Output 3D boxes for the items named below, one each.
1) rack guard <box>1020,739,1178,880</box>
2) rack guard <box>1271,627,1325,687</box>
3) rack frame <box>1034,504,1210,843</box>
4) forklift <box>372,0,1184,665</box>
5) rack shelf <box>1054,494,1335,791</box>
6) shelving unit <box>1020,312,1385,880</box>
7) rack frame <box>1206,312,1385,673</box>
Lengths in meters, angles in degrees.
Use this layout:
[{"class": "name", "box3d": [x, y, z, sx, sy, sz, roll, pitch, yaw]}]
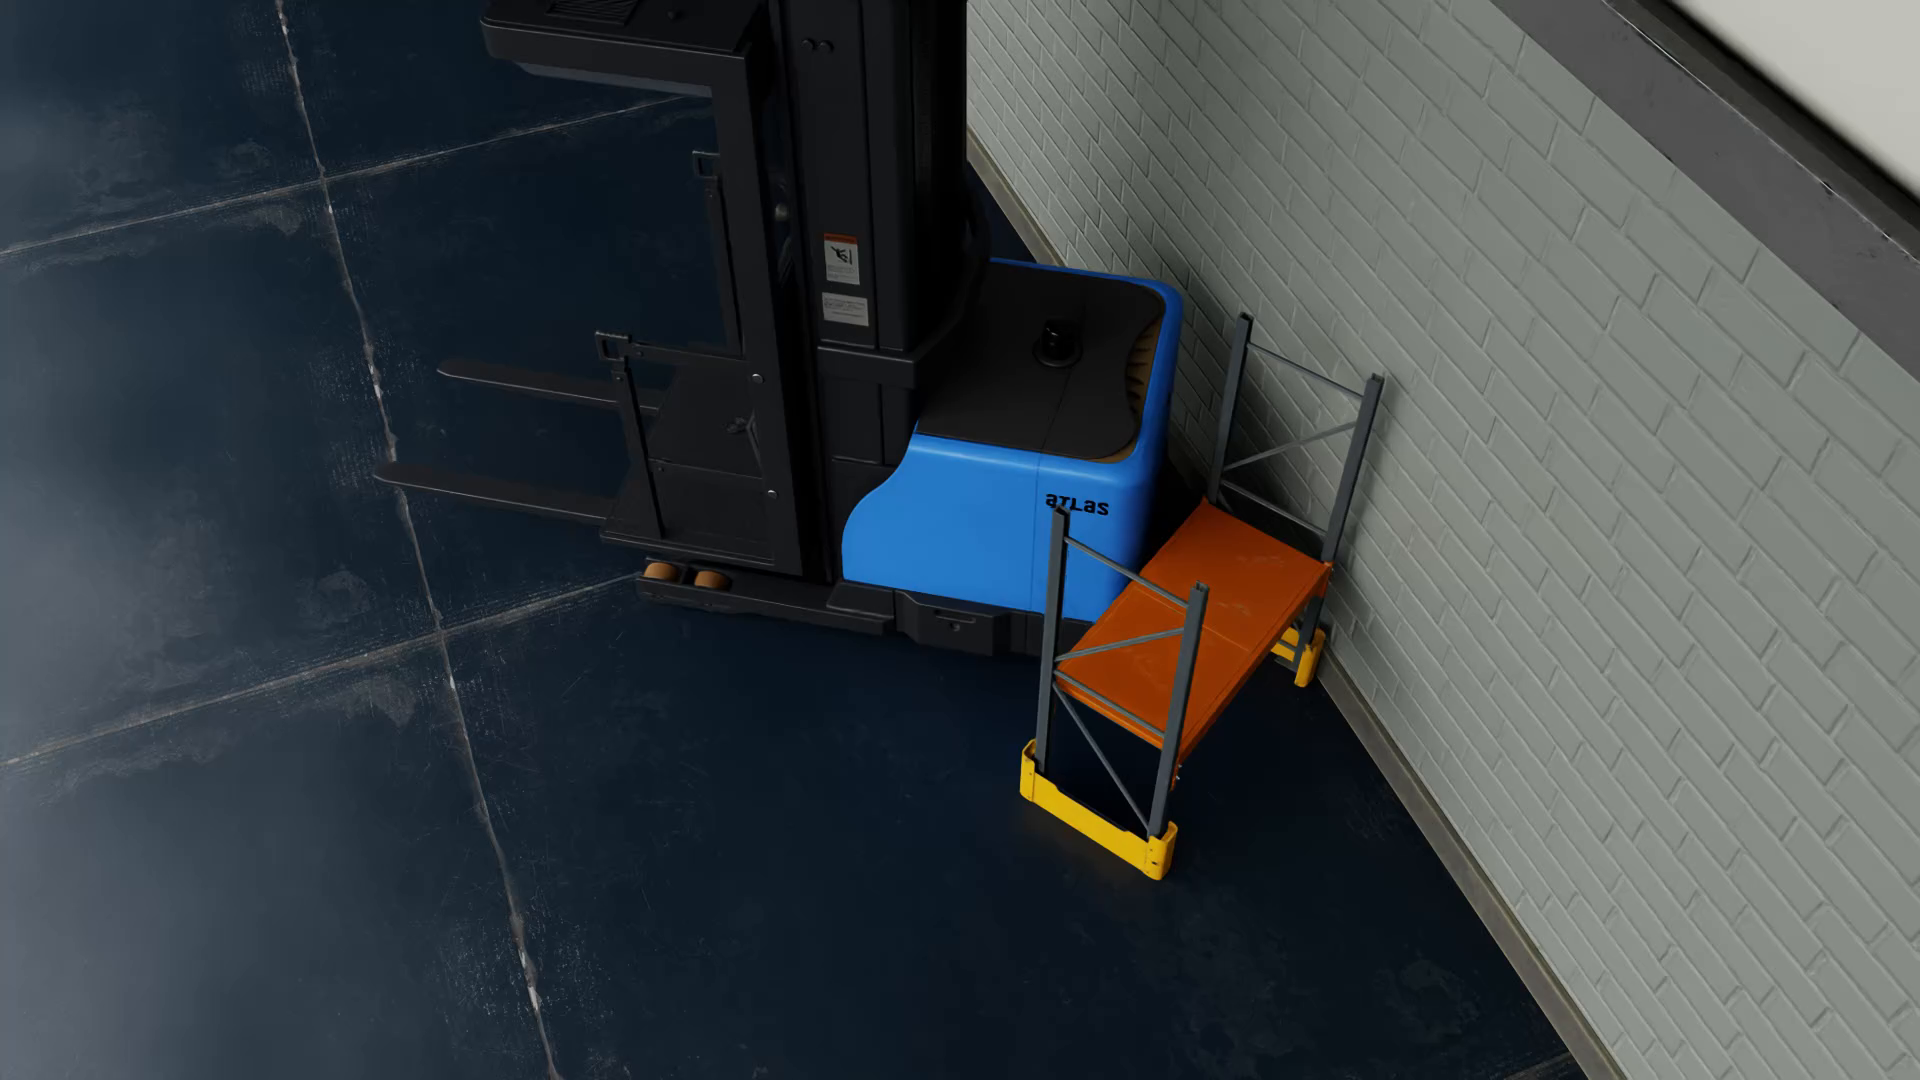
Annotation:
[{"class": "rack guard", "box3d": [0.462, 0.913, 5.639, 0.587, 0.250, 0.087, 30, 56, 23]}, {"class": "rack guard", "box3d": [1.059, 0.309, 6.158, 0.587, 0.250, 0.087, 30, 56, 23]}, {"class": "rack frame", "box3d": [0.465, 0.509, 5.163, 0.500, 1.500, 0.032, 30, 56, 23]}, {"class": "forklift", "box3d": [-0.756, -1.062, 5.571, 3.031, 2.935, 1.130, 10, 50, 8]}, {"class": "rack shelf", "box3d": [0.768, 0.317, 5.565, 0.538, 0.185, 1.000, 30, 56, 23]}, {"class": "shelving unit", "box3d": [0.764, 0.206, 5.423, 0.587, 1.500, 1.083, 30, 56, 23]}, {"class": "rack frame", "box3d": [1.074, -0.109, 5.693, 0.500, 1.500, 0.032, 30, 56, 23]}]
